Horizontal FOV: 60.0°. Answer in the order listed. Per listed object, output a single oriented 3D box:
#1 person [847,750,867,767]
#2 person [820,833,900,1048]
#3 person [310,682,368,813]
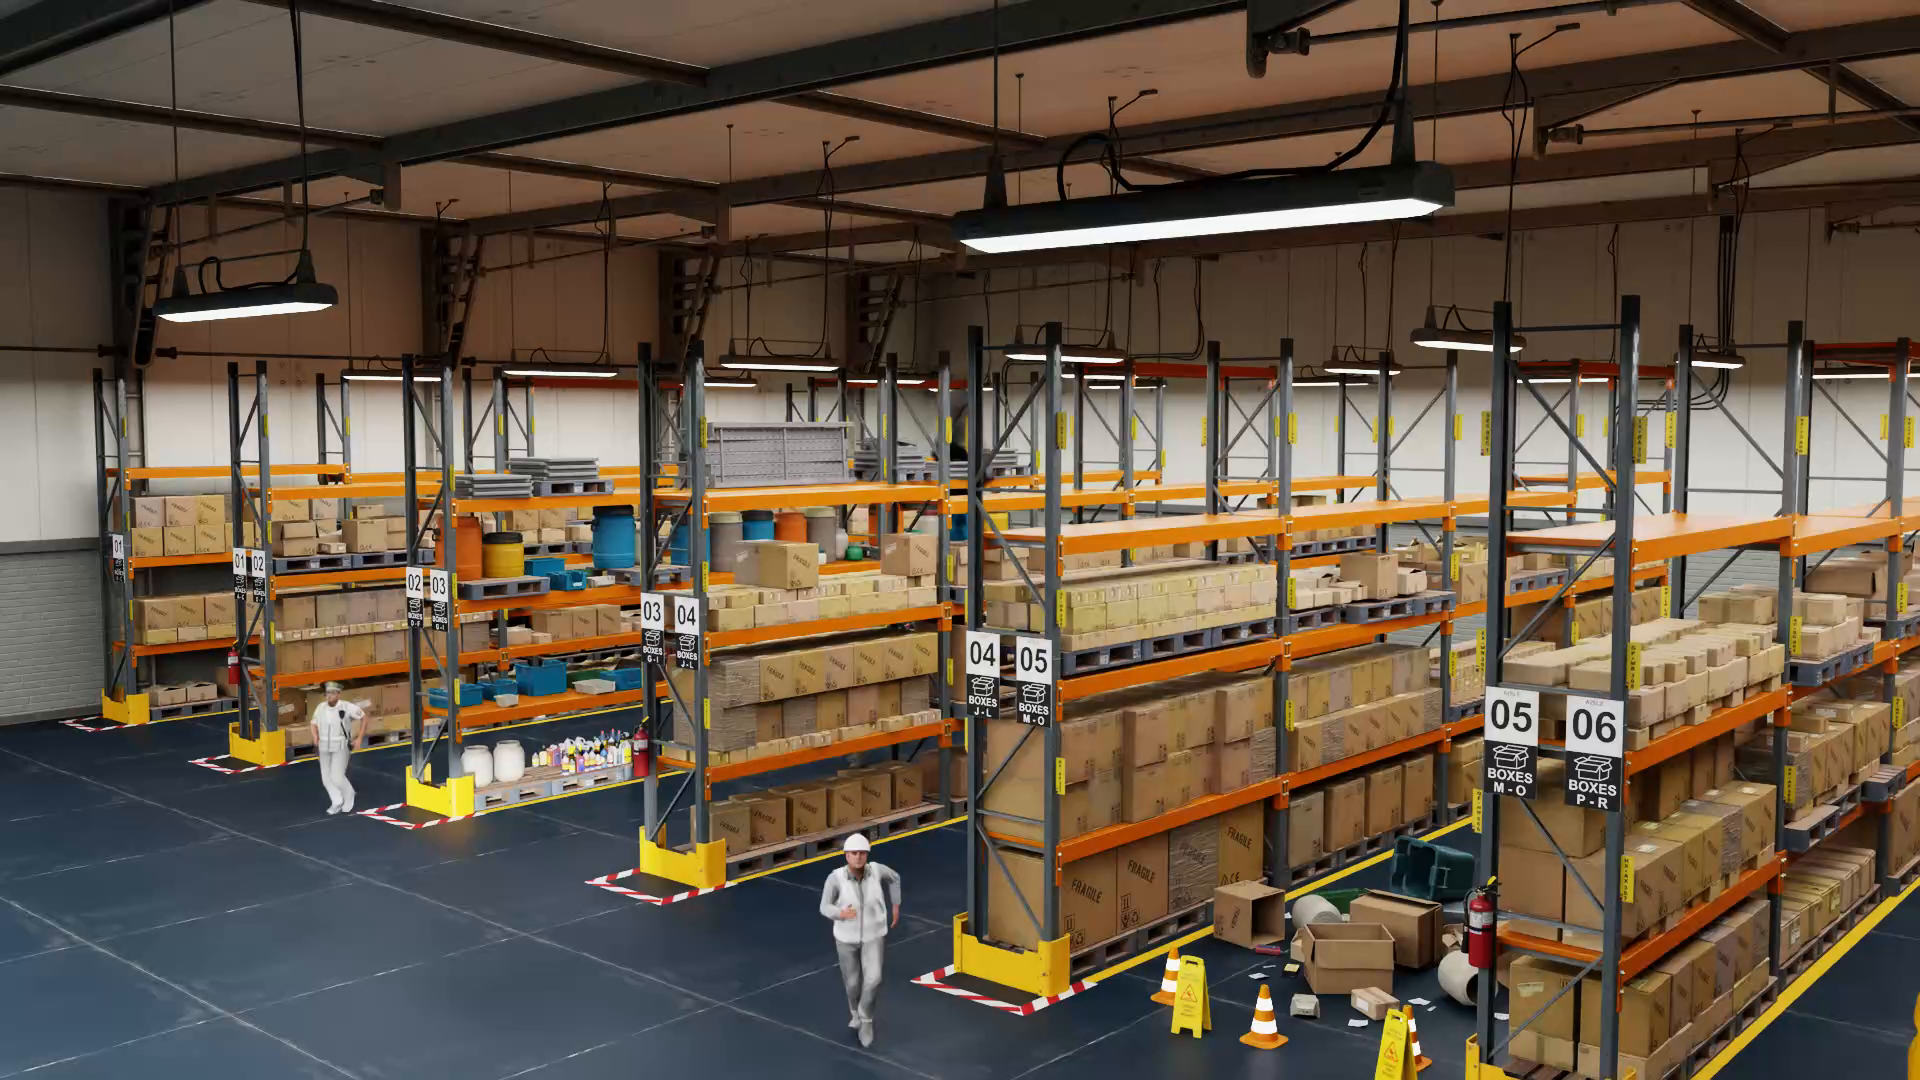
[{"bbox_3d":[-1.572,2.521,24.421,0.662,1.682,0.624,3,5,33],"label":"person"},{"bbox_3d":[-0.815,3.273,13.707,0.682,1.768,0.810,-1,4,-7],"label":"person"},{"bbox_3d":[-8.114,2.705,21.597,0.692,1.755,0.625,0,4,5],"label":"person"}]
